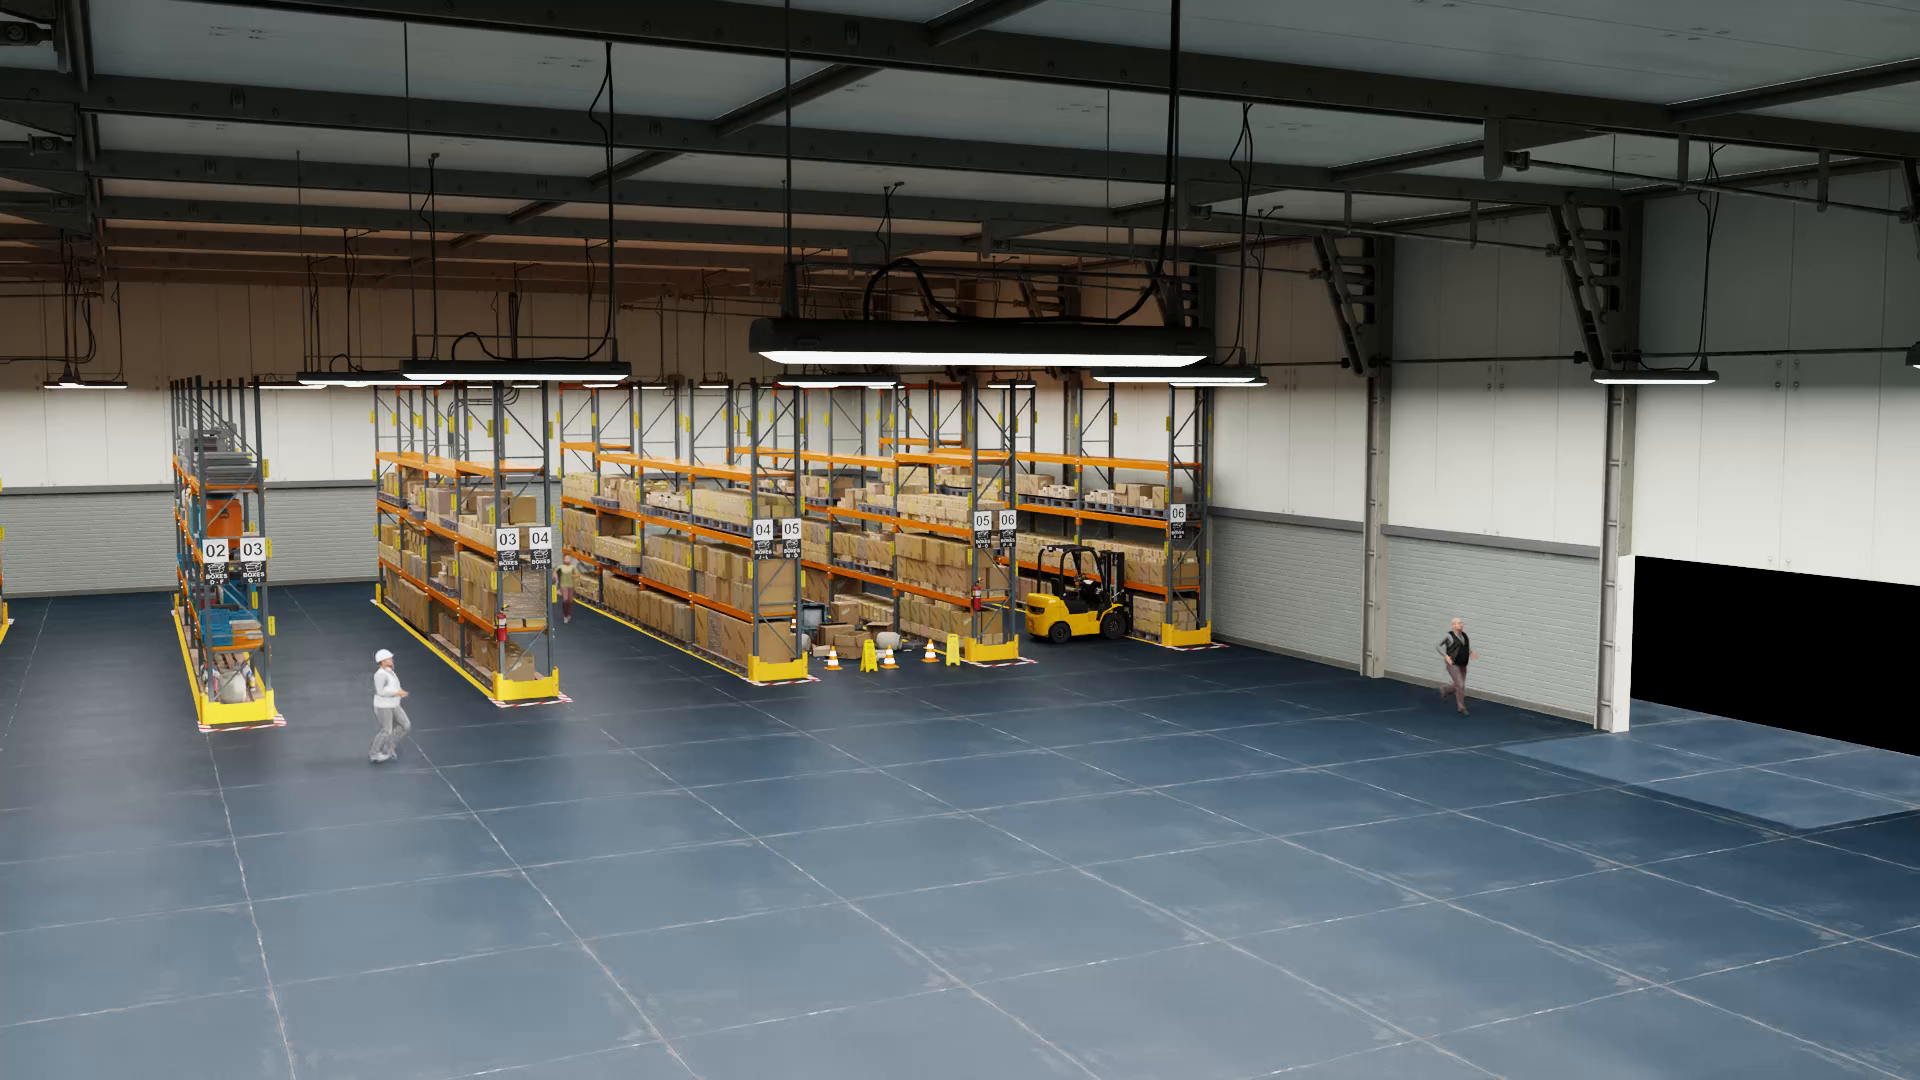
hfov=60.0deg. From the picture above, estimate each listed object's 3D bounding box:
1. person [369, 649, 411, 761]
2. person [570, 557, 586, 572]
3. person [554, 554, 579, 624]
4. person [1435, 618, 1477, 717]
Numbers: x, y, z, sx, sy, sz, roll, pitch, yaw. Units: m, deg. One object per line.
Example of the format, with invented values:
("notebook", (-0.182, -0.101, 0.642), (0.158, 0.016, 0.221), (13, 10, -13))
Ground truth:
("person", (-8.815, 2.564, 25.709), (0.687, 1.766, 0.633), (0, 5, 2))
("person", (-11.180, 0.501, 48.641), (0.762, 1.847, 0.701), (-3, 6, -30))
("person", (-9.782, 1.206, 41.431), (0.550, 1.721, 0.737), (-3, 6, -26))
("person", (8.833, 2.245, 29.681), (0.662, 1.719, 0.880), (-3, 6, -29))
